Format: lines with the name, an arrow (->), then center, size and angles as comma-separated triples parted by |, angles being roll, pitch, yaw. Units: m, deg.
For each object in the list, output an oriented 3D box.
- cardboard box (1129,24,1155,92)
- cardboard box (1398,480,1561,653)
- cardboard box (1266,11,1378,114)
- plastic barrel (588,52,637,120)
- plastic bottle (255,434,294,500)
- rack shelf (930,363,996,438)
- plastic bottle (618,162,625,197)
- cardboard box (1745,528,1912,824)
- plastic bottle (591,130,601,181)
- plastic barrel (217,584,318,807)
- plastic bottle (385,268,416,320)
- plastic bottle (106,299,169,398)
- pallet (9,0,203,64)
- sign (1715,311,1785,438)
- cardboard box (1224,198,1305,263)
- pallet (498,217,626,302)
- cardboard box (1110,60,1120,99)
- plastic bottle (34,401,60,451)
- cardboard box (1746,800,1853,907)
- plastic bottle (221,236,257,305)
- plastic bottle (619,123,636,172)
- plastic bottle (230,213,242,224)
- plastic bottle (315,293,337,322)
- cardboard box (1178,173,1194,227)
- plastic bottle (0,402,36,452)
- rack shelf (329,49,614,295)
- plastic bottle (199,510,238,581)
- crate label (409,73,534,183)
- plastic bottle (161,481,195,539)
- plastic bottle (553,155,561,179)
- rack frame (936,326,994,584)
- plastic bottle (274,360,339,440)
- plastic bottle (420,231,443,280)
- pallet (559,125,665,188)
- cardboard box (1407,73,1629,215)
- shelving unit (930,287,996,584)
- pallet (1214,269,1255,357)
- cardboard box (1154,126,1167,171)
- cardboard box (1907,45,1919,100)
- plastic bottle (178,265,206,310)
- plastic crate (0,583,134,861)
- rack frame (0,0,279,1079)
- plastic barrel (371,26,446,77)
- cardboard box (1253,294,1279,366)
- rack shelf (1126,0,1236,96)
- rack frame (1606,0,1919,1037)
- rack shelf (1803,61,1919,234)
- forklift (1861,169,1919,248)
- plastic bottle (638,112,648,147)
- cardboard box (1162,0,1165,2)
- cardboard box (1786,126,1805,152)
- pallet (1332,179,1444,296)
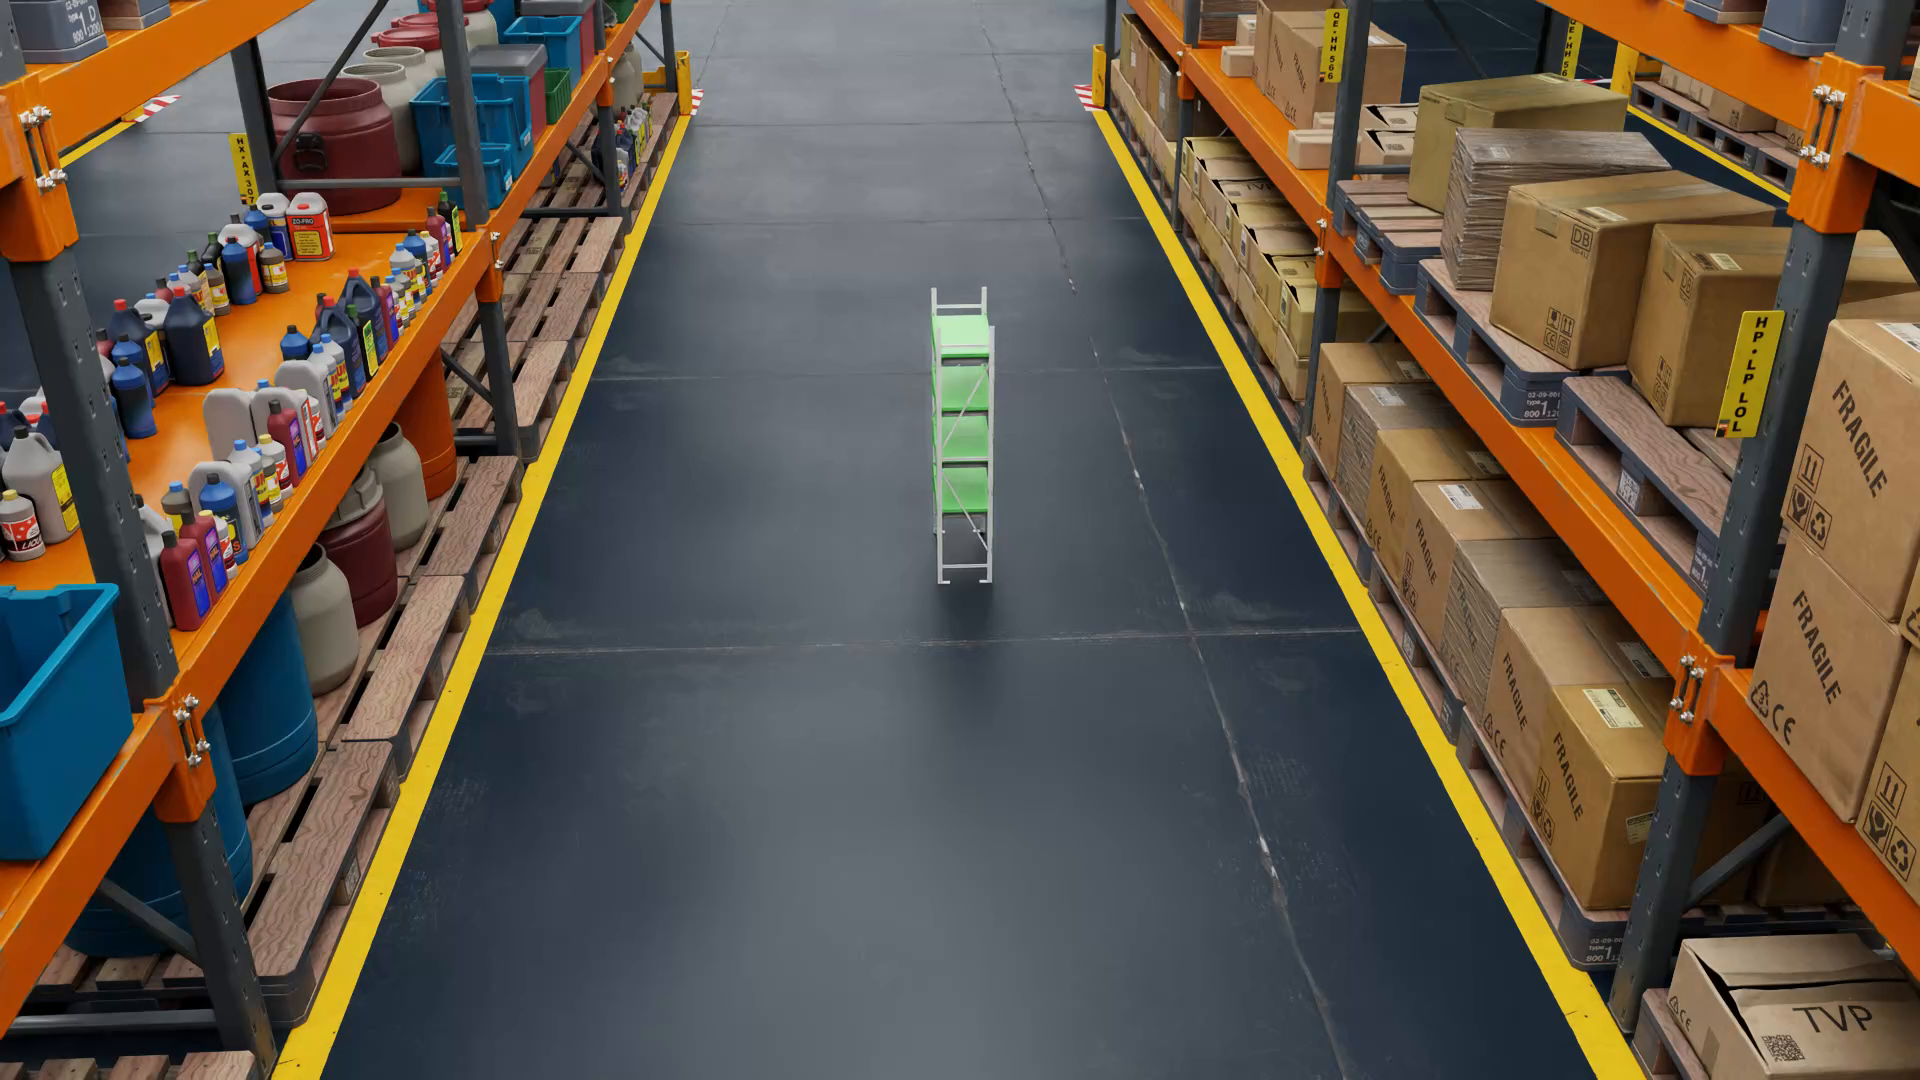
cardboard box -> 1.707, -4.026, 13.934 | 0.500, 0.500, 0.500 | -1, 28, -3
cardboard box -> 2.077, 0.098, 6.545 | 0.500, 0.500, 0.500 | -2, 28, -4
cardboard box -> 2.121, -2.808, 9.783 | 0.500, 0.500, 0.500 | -1, 28, -3
plastic barrel -> -2.976, -3.873, 14.168 | 0.421, 0.512, 0.421 | 0, 28, 0
plastic bottle -> -2.138, -0.229, 5.161 | 0.097, 0.201, 0.097 | 0, 28, 0
rack shelf -> 0.009, -0.612, 7.245 | 0.258, 0.148, 0.480 | -1, 28, -3
plastic bottle -> -2.483, -2.619, 12.002 | 0.097, 0.271, 0.097 | 0, 28, 0
cardboard box -> 2.215, 0.298, 3.826 | 0.500, 0.500, 0.500 | -1, 28, -1
plastic bottle -> -2.675, -2.876, 12.409 | 0.144, 0.351, 0.185 | -1, 28, -3
plastic barrel -> -2.534, 0.384, 5.585 | 0.600, 0.901, 0.708 | -1, 28, -3
plastic bottle -> -2.222, -0.979, 6.598 | 0.097, 0.201, 0.097 | 0, 28, 0
plastic bottle -> -2.918, -0.685, 5.873 | 0.144, 0.351, 0.185 | -1, 28, -3
pallet -> -2.624, -1.387, 4.127 | 1.213, 0.211, 1.003 | -1, 28, -3
sign -> 1.907, -0.398, 4.017 | 0.100, 0.325, 0.005 | -1, 28, -3
cardboard box -> 1.897, -1.903, 10.067 | 0.500, 0.311, 0.500 | -1, 28, -1
pallet -> -2.824, -1.878, 11.122 | 1.003, 0.211, 1.213 | -1, 28, -3
cardboard box -> 1.640, -4.155, 14.992 | 0.500, 0.250, 0.500 | -1, 28, -3
plastic bottle -> -2.726, -0.265, 5.068 | 0.144, 0.351, 0.185 | -1, 28, -3
cardboard box -> 2.679, 0.785, 5.229 | 0.500, 0.500, 0.500 | -3, 28, -5
plastic bottle -> -2.931, -1.097, 6.750 | 0.097, 0.271, 0.097 | 0, 28, 0
plastic bottle -> -2.541, -2.966, 12.583 | 0.144, 0.351, 0.185 | -3, 28, -5
plastic bottle -> -3.023, -1.216, 6.965 | 0.061, 0.283, 0.133 | -1, 28, -3
plastic bottle -> -2.322, -0.784, 6.135 | 0.061, 0.283, 0.133 | -1, 28, -3
cardboard box -> 1.817, -2.369, 11.567 | 0.500, 0.250, 0.500 | -2, 28, -4
plastic bottle -> -2.870, -0.261, 5.061 | 0.144, 0.351, 0.185 | -1, 28, -3
rack shelf -> -2.799, -2.233, 9.566 | 1.077, 0.370, 4.000 | -1, 28, -3
plastic bottle -> -2.110, 0.013, 4.697 | 0.097, 0.201, 0.097 | 0, 28, 0
crate label -> -2.477, -2.110, 8.513 | 0.502, 0.435, 0.616 | -1, 28, -3
plastic bottle -> -2.272, -0.074, 4.862 | 0.097, 0.201, 0.097 | 0, 28, 0
plastic bottle -> -3.089, -2.858, 12.455 | 0.152, 0.276, 0.135 | -1, 28, -3
rack frame -> 0.021, -0.343, 7.110 | 0.240, 1.200, 0.015 | -1, 28, -3
plastic bottle -> -2.190, -0.484, 5.569 | 0.152, 0.276, 0.135 | -1, 28, -3
plastic bottle -> -2.248, -1.204, 7.029 | 0.097, 0.201, 0.097 | 0, 28, 0
pallet -> -2.964, -3.115, 13.495 | 1.003, 0.211, 1.213 | -1, 28, -3
cardboard box -> 2.397, -1.689, 7.182 | 0.700, 0.500, 0.500 | -11, 29, -20
shelving unit -> 0.009, -0.456, 7.326 | 0.258, 1.200, 0.503 | -1, 28, -3
pallet -> 2.187, -1.453, 10.308 | 1.003, 0.211, 1.213 | -1, 28, -3
cardboard box -> 1.784, -3.001, 12.779 | 0.500, 0.250, 0.500 | -1, 28, -3
cardboard box -> 2.239, -0.932, 3.212 | 0.500, 0.250, 0.500 | -1, 28, -3
plastic bottle -> -2.973, -0.928, 6.424 | 0.097, 0.271, 0.097 | 0, 28, 0
plastic crate -> -2.121, 0.406, 3.679 | 0.392, 0.384, 0.575 | -1, 28, -3
rack frame -> -2.486, 0.219, 4.087 | 1.000, 3.000, 0.127 | -1, 28, -3
plastic barrel -> -3.012, -2.550, 9.249 | 0.433, 0.535, 0.433 | 0, 28, 0
cardboard box -> 1.950, -1.189, 9.304 | 0.500, 0.250, 0.500 | -2, 28, -3
rack shelf -> 1.939, -4.198, 13.334 | 1.077, 0.370, 4.000 | -1, 28, -3
rack frame -> 2.461, 0.101, 4.313 | 1.000, 3.000, 0.127 | -1, 28, -3
rack shelf -> 2.565, 0.013, 2.015 | 1.077, 0.370, 4.000 | -1, 28, -3
forklift -> 5.154, -1.679, 7.799 | 3.031, 2.935, 1.130 | -10, 29, -19
plastic bottle -> -2.586, -3.292, 13.287 | 0.152, 0.276, 0.135 | -2, 28, -4
cardboard box -> 1.929, -4.555, 13.131 | 0.700, 0.500, 0.500 | -1, 28, -1
cardboard box -> 6.896, -3.280, 13.023 | 0.500, 0.500, 0.500 | -3, 28, -7
pallet -> 2.357, -1.350, 7.302 | 1.213, 0.211, 1.003 | -1, 28, -3
